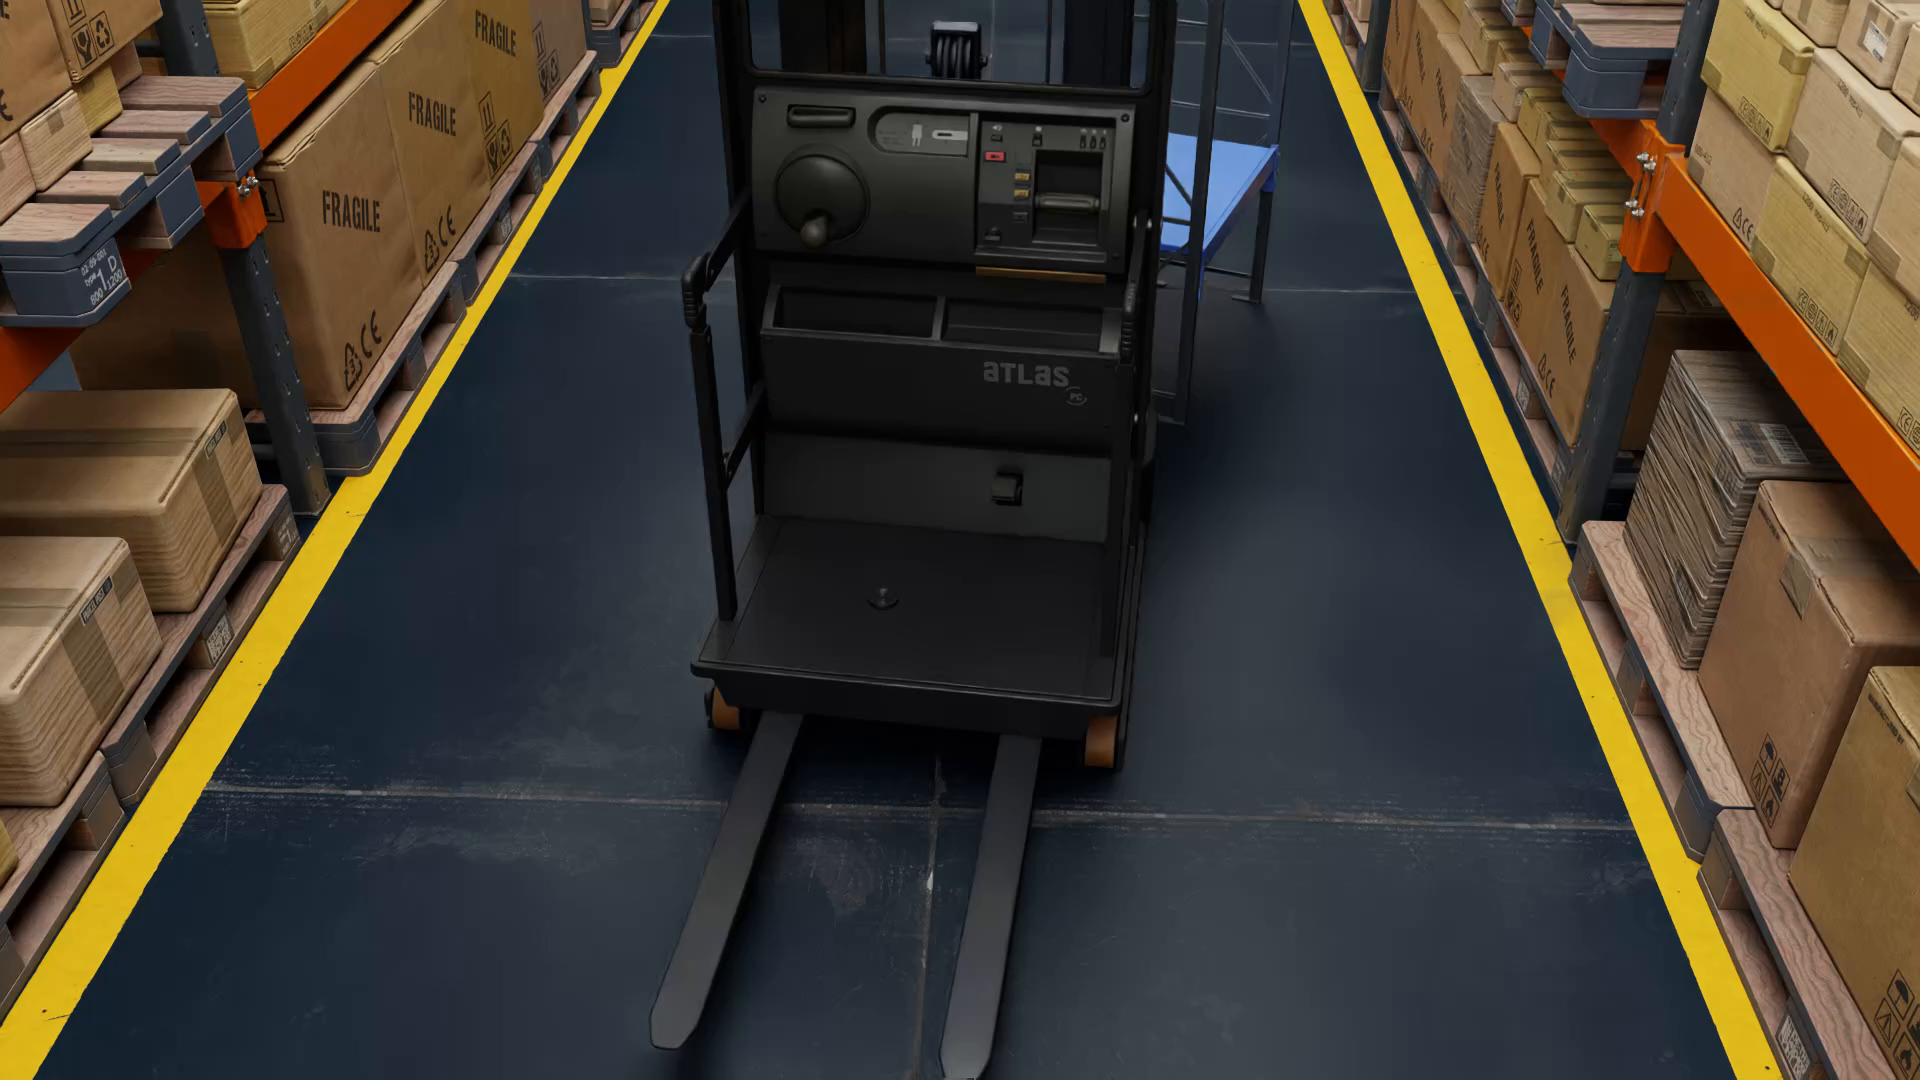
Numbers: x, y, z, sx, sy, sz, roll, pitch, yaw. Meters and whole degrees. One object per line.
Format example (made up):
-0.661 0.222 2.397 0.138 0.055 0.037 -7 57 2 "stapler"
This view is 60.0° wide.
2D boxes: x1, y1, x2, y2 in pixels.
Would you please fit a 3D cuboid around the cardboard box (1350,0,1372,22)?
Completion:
2.291 -2.860 8.825 0.380 0.149 0.250 0 35 0 "cardboard box"

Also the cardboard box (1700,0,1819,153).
2.114 -1.124 3.937 0.500 0.250 0.500 1 35 2 "cardboard box"

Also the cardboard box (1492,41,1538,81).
2.310 -1.835 6.497 0.380 0.149 0.250 1 35 2 "cardboard box"

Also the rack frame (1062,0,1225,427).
0.561 -1.073 5.473 0.500 1.500 0.032 14 37 19 "rack frame"

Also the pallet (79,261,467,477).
-2.452 -0.653 5.995 1.003 0.211 1.213 1 35 2 "pallet"

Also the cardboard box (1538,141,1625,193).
2.202 -1.242 5.653 0.380 0.149 0.250 0 35 0 "cardboard box"

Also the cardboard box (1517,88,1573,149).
2.268 -1.536 6.071 0.380 0.149 0.250 1 35 1 "cardboard box"

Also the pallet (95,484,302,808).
-2.592 0.247 4.714 1.003 0.211 1.213 1 35 2 "pallet"

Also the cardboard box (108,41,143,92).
-2.337 -1.218 4.227 0.380 0.149 0.250 3 35 4 "cardboard box"

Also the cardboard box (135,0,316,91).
-2.288 -1.556 4.986 0.500 0.250 0.500 1 35 1 "cardboard box"

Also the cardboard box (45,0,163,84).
-2.299 -1.409 3.936 0.500 0.500 0.500 0 35 1 "cardboard box"

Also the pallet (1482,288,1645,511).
2.469 -0.517 5.802 1.003 0.211 1.213 1 35 2 "pallet"

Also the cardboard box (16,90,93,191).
-2.241 -0.916 3.798 0.380 0.149 0.250 1 35 1 "cardboard box"

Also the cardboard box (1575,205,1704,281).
2.168 -0.934 5.215 0.380 0.149 0.250 0 35 0 "cardboard box"

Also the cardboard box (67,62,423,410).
-2.448 -1.040 5.603 0.875 0.875 0.875 1 35 1 "cardboard box"

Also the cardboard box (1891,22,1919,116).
2.102 -0.908 3.282 0.380 0.149 0.250 2 35 2 "cardboard box"

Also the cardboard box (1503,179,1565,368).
2.234 -0.914 5.751 0.500 0.500 0.500 1 35 1 "cardboard box"

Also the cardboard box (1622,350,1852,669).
2.362 -0.072 4.444 0.875 0.625 0.625 2 35 3 "cardboard box"

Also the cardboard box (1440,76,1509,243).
2.254 -1.514 6.604 0.500 0.500 0.500 0 35 0 "cardboard box"

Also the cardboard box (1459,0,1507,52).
2.304 -2.133 6.922 0.380 0.149 0.250 1 35 2 "cardboard box"

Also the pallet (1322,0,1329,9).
2.637 -3.484 10.025 1.003 0.211 1.213 1 35 2 "pallet"

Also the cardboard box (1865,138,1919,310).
2.079 -0.536 3.099 0.500 0.250 0.500 0 35 1 "cardboard box"

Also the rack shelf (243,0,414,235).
-2.478 -2.197 6.393 1.077 0.370 4.000 1 35 2 "rack shelf"

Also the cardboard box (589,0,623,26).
-2.266 -3.122 8.947 0.875 0.438 0.875 1 35 1 "cardboard box"

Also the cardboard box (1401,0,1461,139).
2.306 -2.098 7.436 0.500 0.500 0.500 1 35 1 "cardboard box"

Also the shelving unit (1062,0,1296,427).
0.760 -1.342 5.855 0.538 1.500 1.048 14 37 19 "shelving unit"

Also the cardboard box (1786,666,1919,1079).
2.317 0.690 3.359 0.875 0.625 0.625 0 35 0 "cardboard box"

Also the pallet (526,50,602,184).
-2.354 -2.055 7.990 1.003 0.211 1.213 1 35 2 "pallet"

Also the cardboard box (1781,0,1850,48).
2.085 -1.207 3.707 0.380 0.149 0.250 2 35 3 "cardboard box"

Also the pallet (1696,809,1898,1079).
2.277 1.082 3.527 1.003 0.211 1.213 1 35 2 "pallet"

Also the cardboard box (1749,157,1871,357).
2.114 -0.630 3.669 0.500 0.250 0.500 1 35 1 "cardboard box"

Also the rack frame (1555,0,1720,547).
2.401 -1.230 4.391 1.000 3.000 0.127 1 35 2 "rack frame"

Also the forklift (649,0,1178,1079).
-0.078 -0.817 3.863 1.130 2.935 3.031 5 35 7 "forklift"

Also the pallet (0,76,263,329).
-2.481 -0.852 4.020 1.213 0.211 1.003 1 35 2 "pallet"

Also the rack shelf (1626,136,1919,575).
2.321 0.213 2.963 1.077 0.370 4.000 1 35 2 "rack shelf"

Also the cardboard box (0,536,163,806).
-2.613 0.309 4.121 0.950 0.372 0.625 1 35 1 "cardboard box"

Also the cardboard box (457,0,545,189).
-2.372 -2.066 7.063 0.875 0.875 0.875 2 35 3 "cardboard box"

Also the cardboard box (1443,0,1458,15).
2.349 -2.434 7.349 0.380 0.149 0.250 0 35 -1 "cardboard box"

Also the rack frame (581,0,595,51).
-2.398 -3.641 7.821 1.000 3.000 0.127 1 35 2 "rack frame"

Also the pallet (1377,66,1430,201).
2.567 -1.919 7.797 1.003 0.211 1.213 1 35 2 "pallet"
